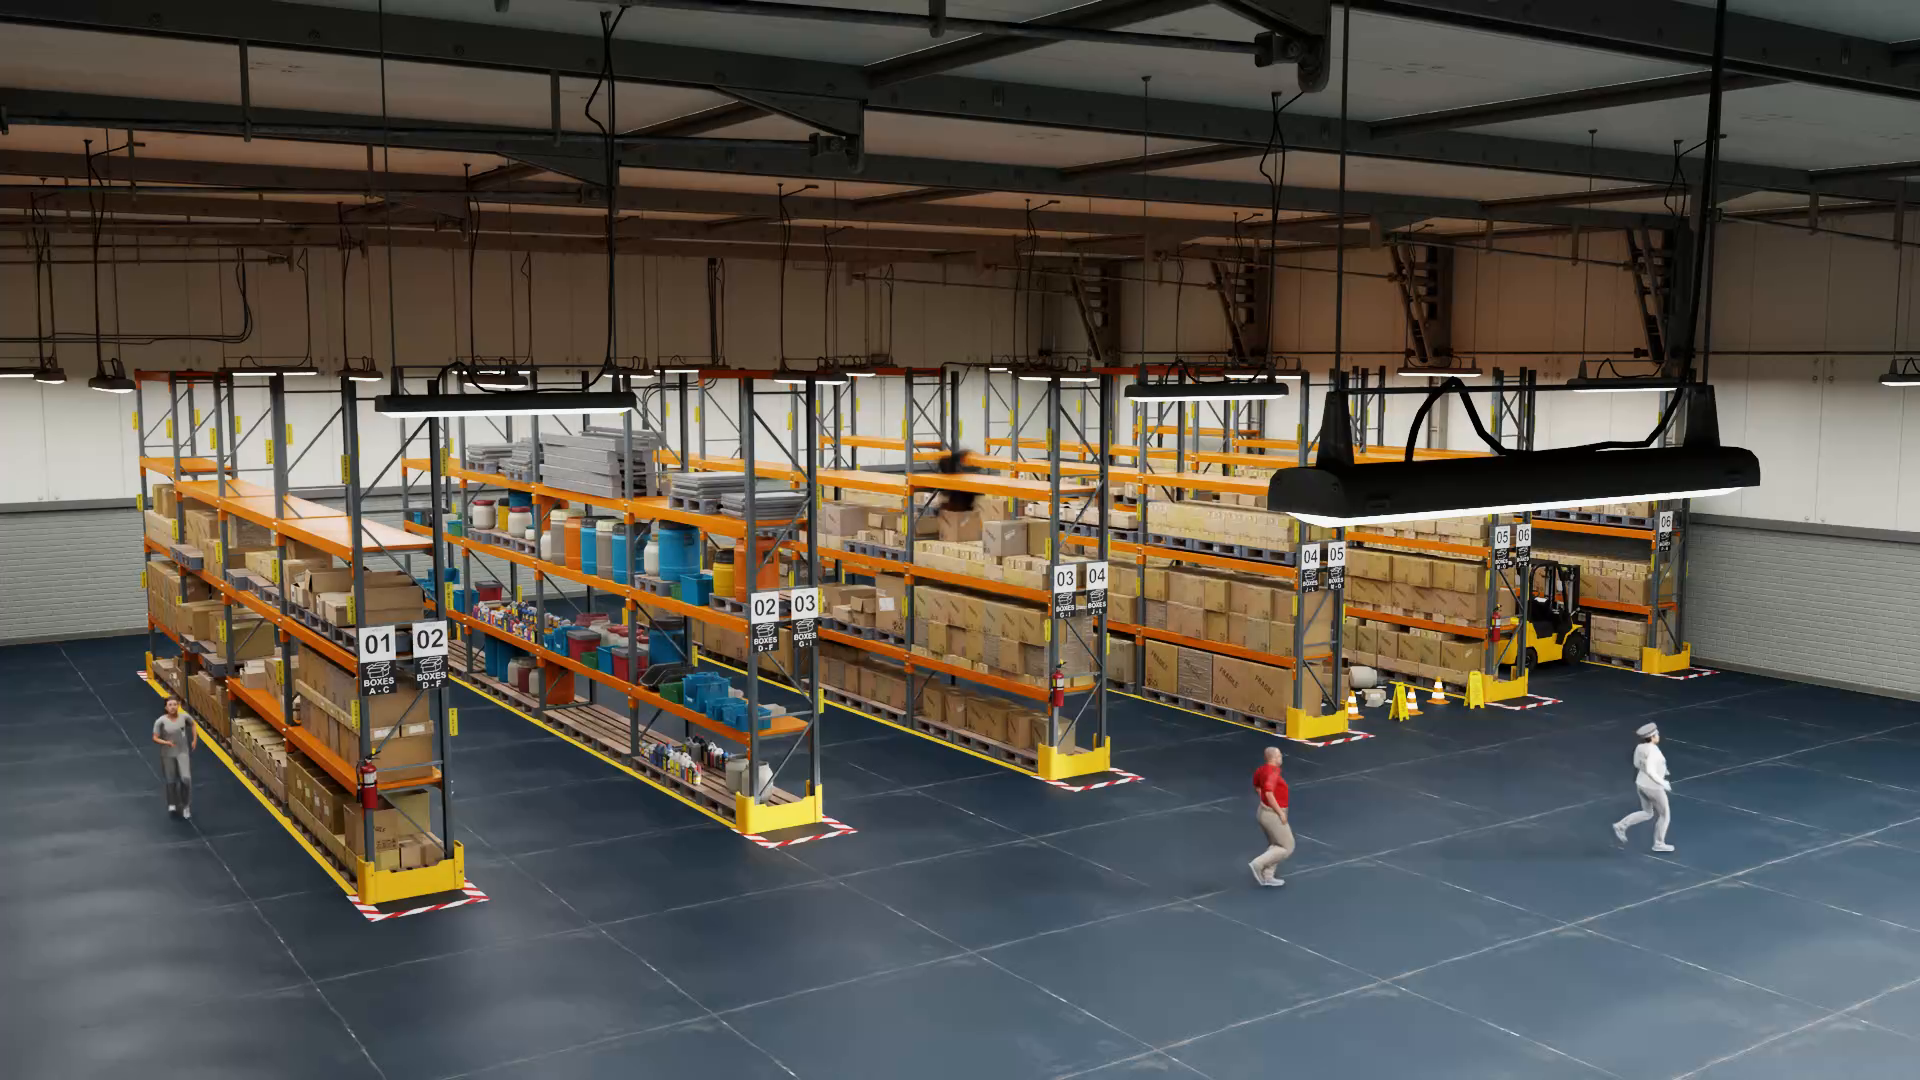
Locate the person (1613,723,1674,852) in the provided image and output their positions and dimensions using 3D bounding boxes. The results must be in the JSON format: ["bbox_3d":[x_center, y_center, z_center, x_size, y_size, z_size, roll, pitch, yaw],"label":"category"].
[{"bbox_3d":[8.711,3.132,21.061,0.767,1.660,0.625,0,6,-4],"label":"person"}]

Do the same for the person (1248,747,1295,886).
[{"bbox_3d":[3.666,3.284,19.685,0.548,1.682,0.658,-1,6,-7],"label":"person"}]

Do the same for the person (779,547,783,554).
[{"bbox_3d":[-4.483,1.010,39.708,0.794,1.700,0.571,1,6,7],"label":"person"}]

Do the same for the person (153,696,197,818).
[{"bbox_3d":[-10.677,2.964,22.662,0.576,1.714,0.705,-4,8,-33],"label":"person"}]
